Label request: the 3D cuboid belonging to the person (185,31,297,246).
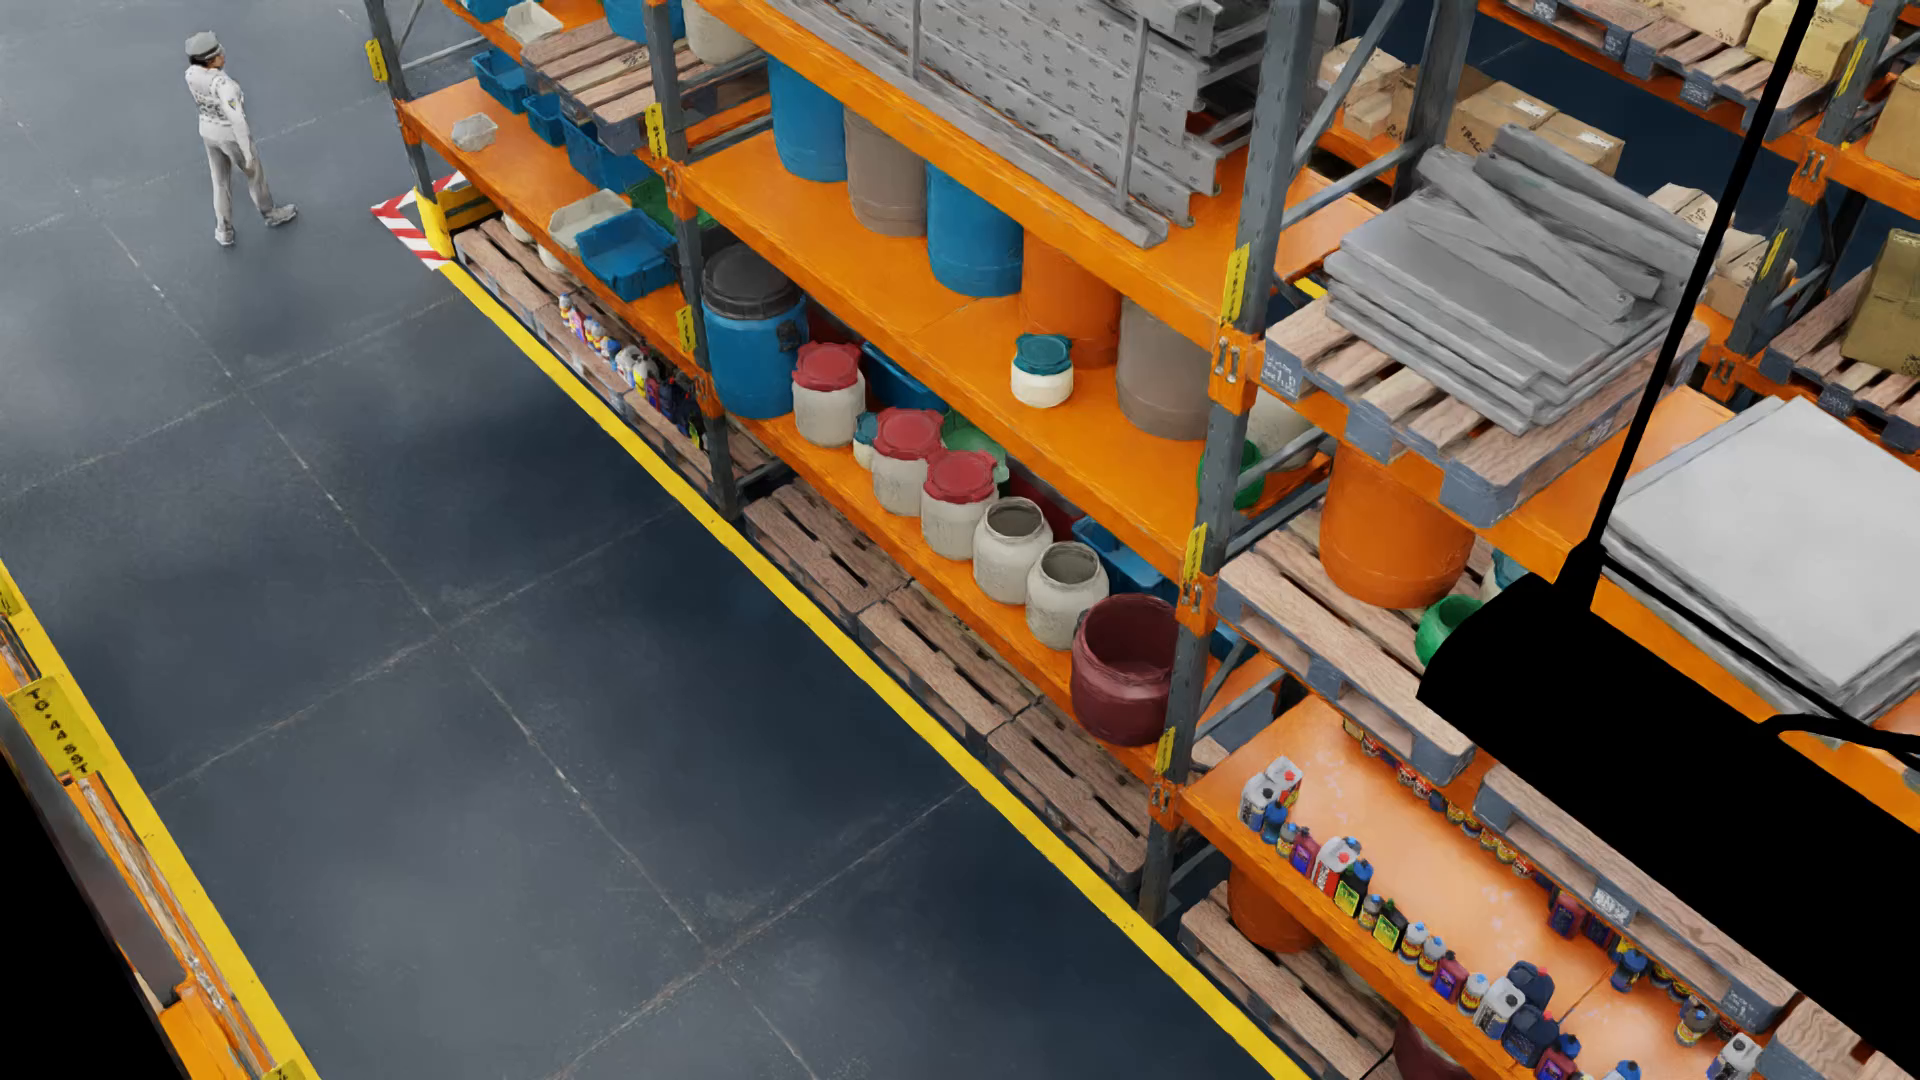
[{"bbox_3d":[-5.631,-3.066,12.751,0.498,1.659,0.683,17,49,15],"label":"person"}]
